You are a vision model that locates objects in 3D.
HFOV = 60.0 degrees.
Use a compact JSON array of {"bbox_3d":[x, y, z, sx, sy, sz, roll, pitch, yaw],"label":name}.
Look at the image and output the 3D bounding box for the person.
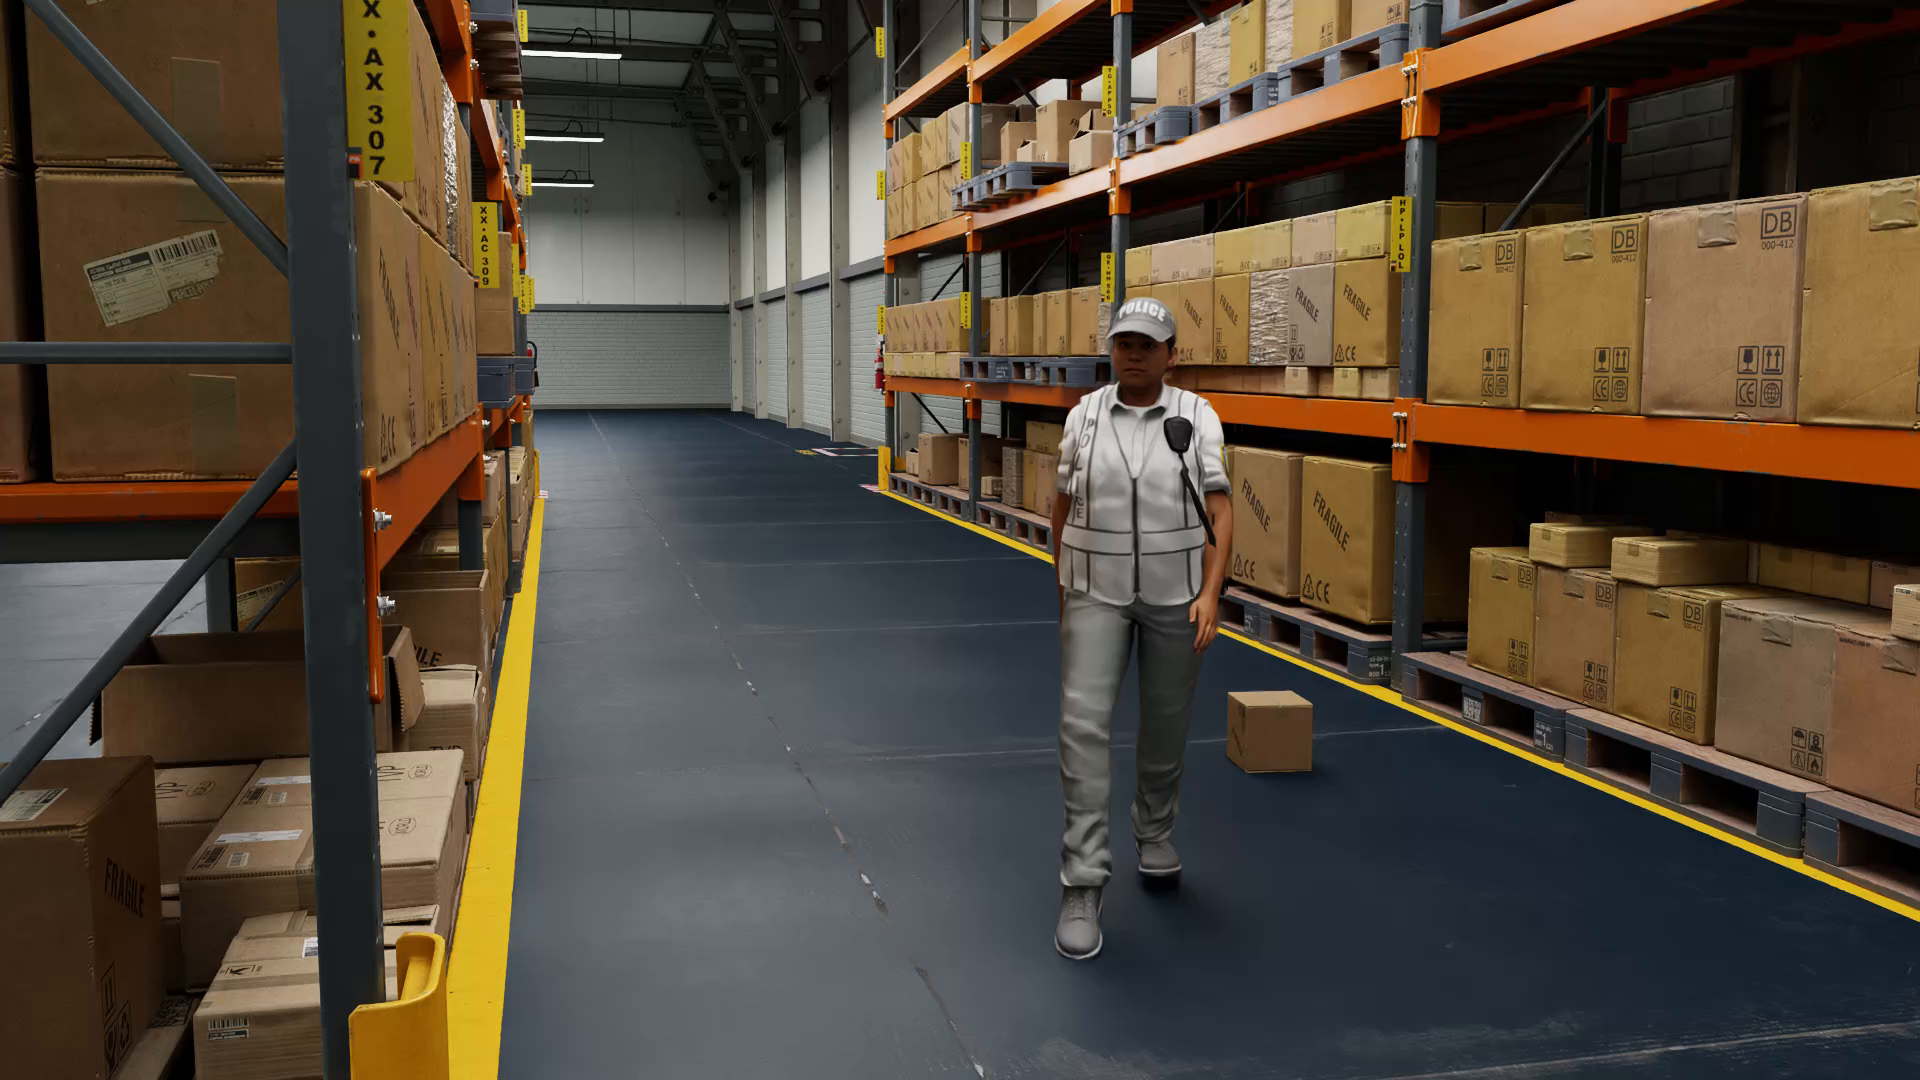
[{"bbox_3d":[0.483,0.188,4.471,0.495,1.670,0.833,1,6,7],"label":"person"}]
